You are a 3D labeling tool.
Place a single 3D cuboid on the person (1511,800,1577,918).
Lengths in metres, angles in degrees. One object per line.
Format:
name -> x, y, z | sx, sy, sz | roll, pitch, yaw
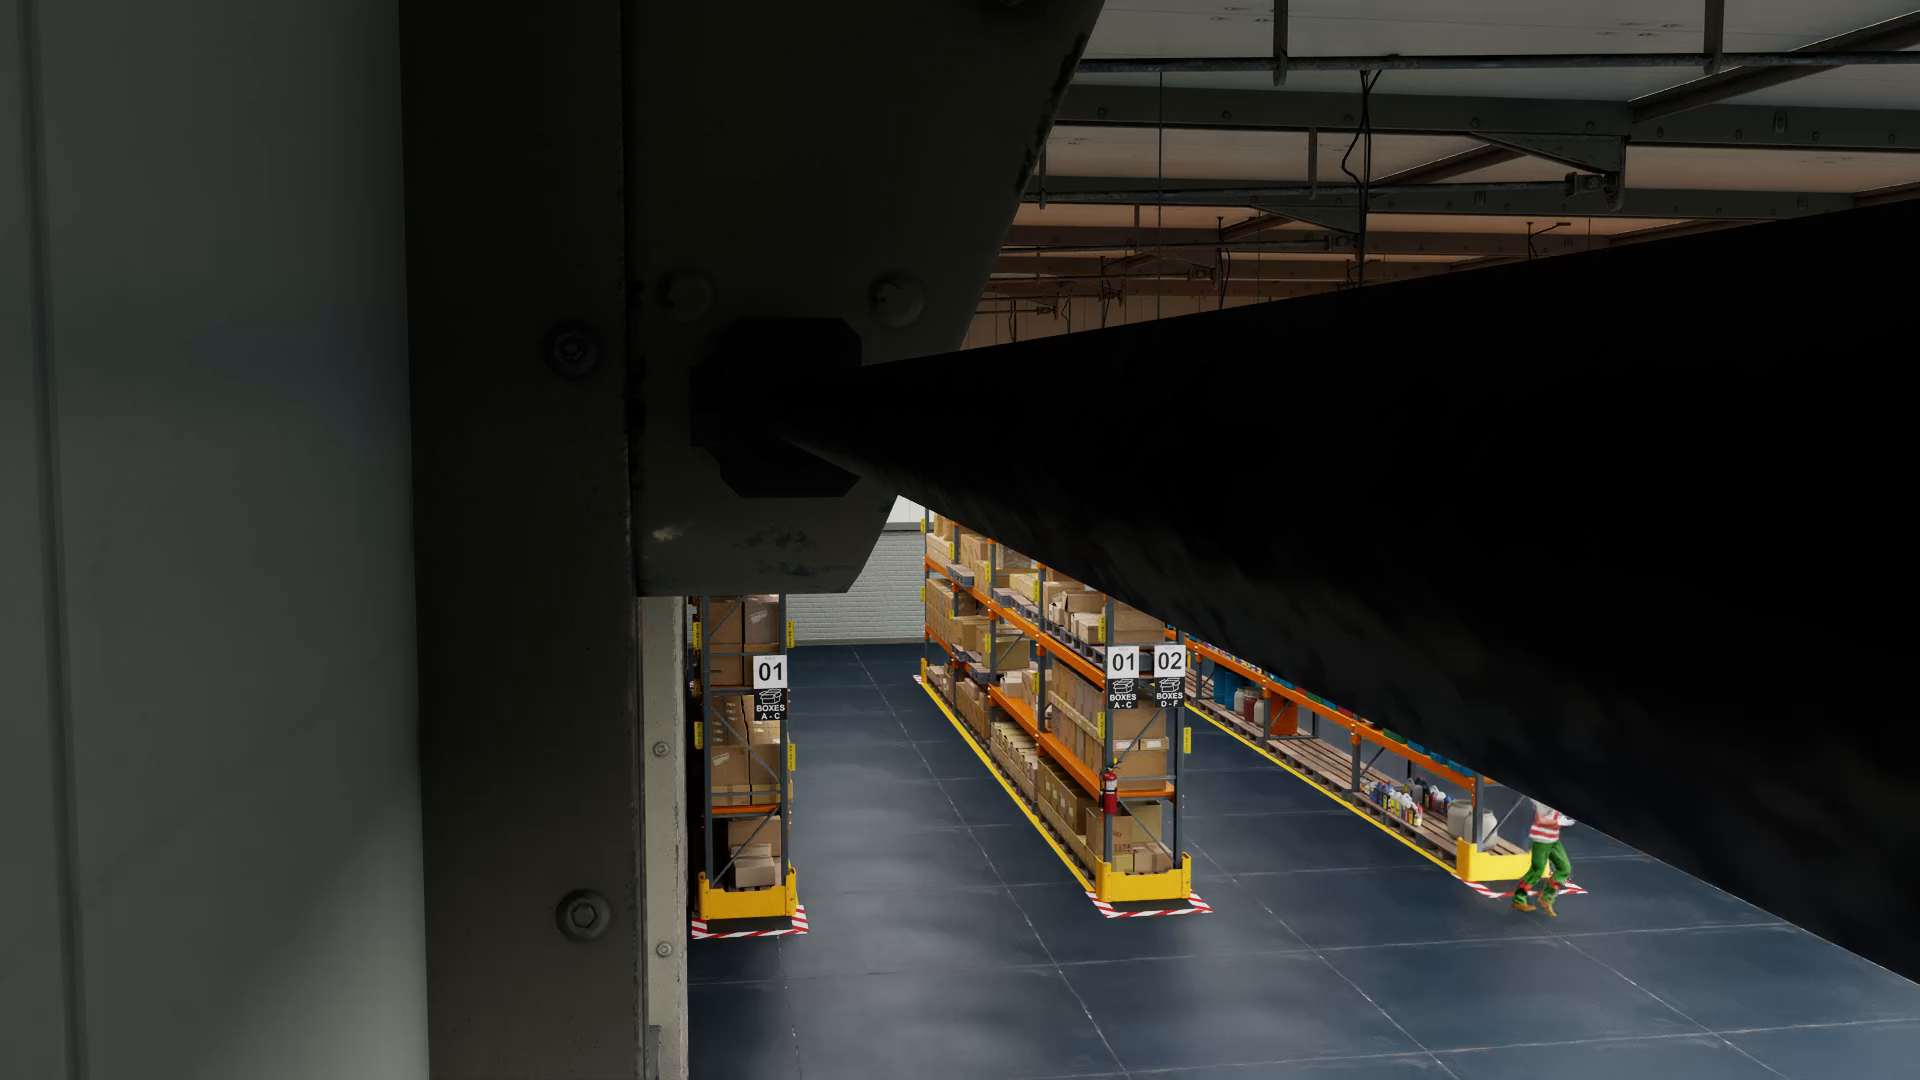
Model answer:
person -> 7.140, 3.679, 20.212 | 0.715, 1.819, 0.653 | 4, 6, 36
